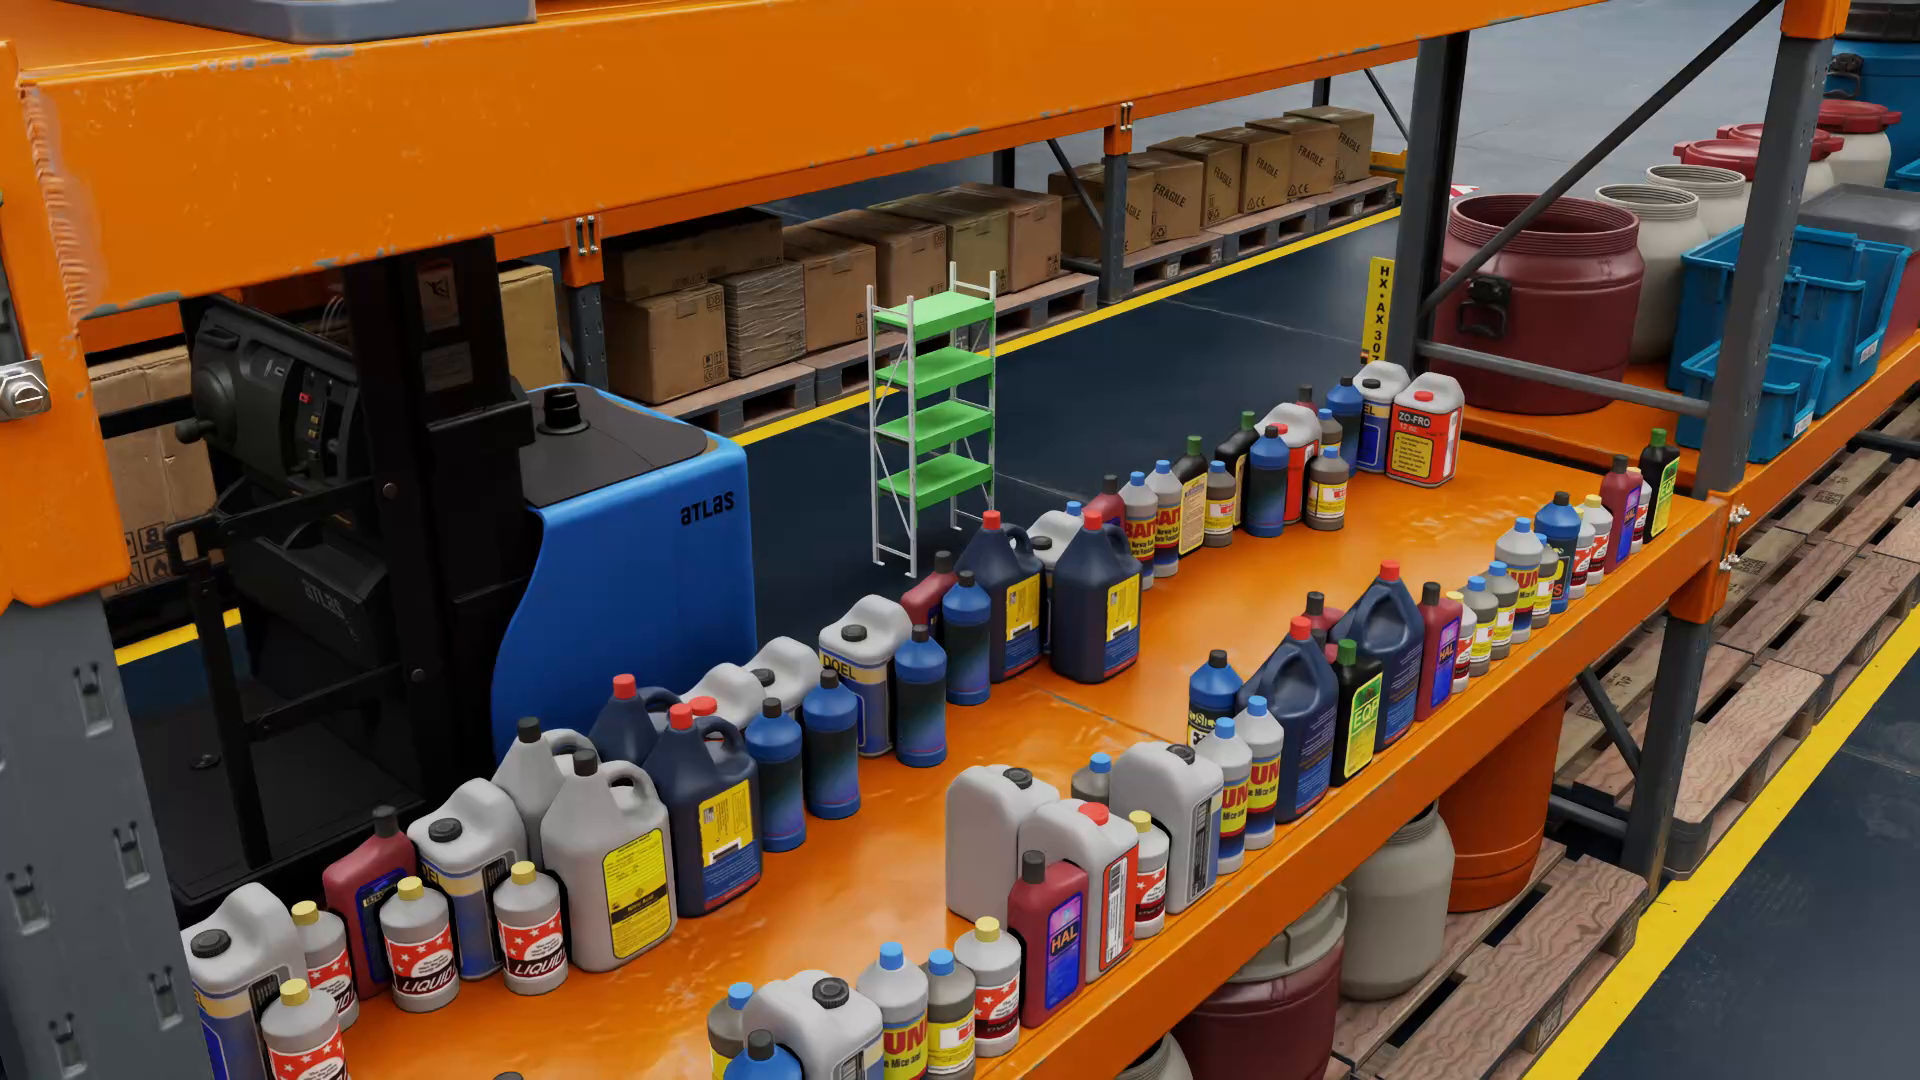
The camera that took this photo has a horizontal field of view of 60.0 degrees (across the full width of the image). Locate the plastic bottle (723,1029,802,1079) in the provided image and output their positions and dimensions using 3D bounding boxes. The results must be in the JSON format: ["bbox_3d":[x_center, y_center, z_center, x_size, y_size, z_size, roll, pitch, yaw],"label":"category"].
[{"bbox_3d":[-0.246,0.736,2.101,0.097,0.271,0.097,0,24,0],"label":"plastic bottle"}]

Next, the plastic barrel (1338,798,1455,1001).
[{"bbox_3d":[1.020,0.857,4.199,0.421,0.512,0.421,0,24,0],"label":"plastic barrel"}]

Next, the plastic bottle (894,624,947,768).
[{"bbox_3d":[-0.073,0.285,3.106,0.097,0.271,0.097,0,24,0],"label":"plastic bottle"}]

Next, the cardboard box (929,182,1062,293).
[{"bbox_3d":[0.199,-1.886,10.308,0.700,0.500,0.500,17,29,34],"label":"cardboard box"}]

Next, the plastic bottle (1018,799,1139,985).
[{"bbox_3d":[0.185,0.520,2.576,0.152,0.276,0.135,20,31,38],"label":"plastic bottle"}]

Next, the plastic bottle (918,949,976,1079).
[{"bbox_3d":[-0.026,0.667,2.339,0.097,0.201,0.097,0,24,0],"label":"plastic bottle"}]

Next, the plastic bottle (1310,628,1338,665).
[{"bbox_3d":[0.671,0.285,3.090,0.061,0.283,0.133,20,31,38],"label":"plastic bottle"}]

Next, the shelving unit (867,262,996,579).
[{"bbox_3d":[-0.110,-0.497,6.892,0.258,1.200,0.503,20,31,38],"label":"shelving unit"}]

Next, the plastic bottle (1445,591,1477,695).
[{"bbox_3d":[0.992,0.202,3.375,0.097,0.201,0.097,0,24,0],"label":"plastic bottle"}]

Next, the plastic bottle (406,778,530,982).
[{"bbox_3d":[-0.759,0.519,2.577,0.152,0.276,0.135,20,31,38],"label":"plastic bottle"}]

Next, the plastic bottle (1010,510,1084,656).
[{"bbox_3d":[0.189,0.086,3.542,0.152,0.276,0.135,20,31,38],"label":"plastic bottle"}]

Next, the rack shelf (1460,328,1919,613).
[{"bbox_3d":[2.979,-0.717,6.063,1.077,0.370,4.000,20,31,38],"label":"rack shelf"}]

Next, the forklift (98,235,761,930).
[{"bbox_3d":[-2.047,-0.362,4.475,1.130,2.935,3.031,21,32,39],"label":"forklift"}]

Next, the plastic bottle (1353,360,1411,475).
[{"bbox_3d":[1.115,-0.336,4.485,0.152,0.276,0.135,20,31,38],"label":"plastic bottle"}]

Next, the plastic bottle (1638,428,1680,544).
[{"bbox_3d":[1.692,-0.143,4.046,0.061,0.283,0.133,20,31,38],"label":"plastic bottle"}]

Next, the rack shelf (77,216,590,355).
[{"bbox_3d":[-3.379,-0.851,6.361,1.077,0.370,4.000,20,31,38],"label":"rack shelf"}]

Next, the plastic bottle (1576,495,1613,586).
[{"bbox_3d":[1.447,-0.005,3.838,0.097,0.201,0.097,0,24,0],"label":"plastic bottle"}]

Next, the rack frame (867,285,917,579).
[{"bbox_3d":[-0.273,-0.423,6.726,0.240,1.200,0.015,20,31,38],"label":"rack frame"}]

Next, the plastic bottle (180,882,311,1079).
[{"bbox_3d":[-1.003,0.631,2.329,0.152,0.276,0.135,20,31,38],"label":"plastic bottle"}]

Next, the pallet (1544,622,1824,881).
[{"bbox_3d":[2.190,0.611,5.630,1.003,0.211,1.213,20,31,38],"label":"pallet"}]

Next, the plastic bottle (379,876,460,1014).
[{"bbox_3d":[-0.812,0.598,2.493,0.097,0.201,0.097,0,24,0],"label":"plastic bottle"}]

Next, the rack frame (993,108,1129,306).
[{"bbox_3d":[0.625,-3.007,10.291,1.000,3.000,0.127,20,31,38],"label":"rack frame"}]

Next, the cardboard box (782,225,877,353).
[{"bbox_3d":[-0.878,-1.406,9.236,0.500,0.500,0.700,-21,32,-39],"label":"cardboard box"}]

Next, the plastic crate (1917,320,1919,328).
[{"bbox_3d":[3.362,-0.951,5.963,0.450,0.188,0.662,20,31,38],"label":"plastic crate"}]

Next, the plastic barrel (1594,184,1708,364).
[{"bbox_3d":[2.172,-0.859,5.363,0.421,0.512,0.421,0,24,0],"label":"plastic barrel"}]

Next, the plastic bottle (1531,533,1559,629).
[{"bbox_3d":[1.252,0.084,3.640,0.097,0.201,0.097,0,24,0],"label":"plastic bottle"}]

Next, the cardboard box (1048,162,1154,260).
[{"bbox_3d":[0.922,-2.169,10.964,0.500,0.500,0.500,19,30,36],"label":"cardboard box"}]

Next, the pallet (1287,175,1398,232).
[{"bbox_3d":[2.676,-2.693,12.997,1.003,0.211,1.213,20,31,38],"label":"pallet"}]

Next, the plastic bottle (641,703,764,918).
[{"bbox_3d":[-0.425,0.419,2.710,0.144,0.351,0.185,20,31,38],"label":"plastic bottle"}]

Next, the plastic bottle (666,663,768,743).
[{"bbox_3d":[-0.423,0.366,2.920,0.152,0.276,0.135,20,31,38],"label":"plastic bottle"}]

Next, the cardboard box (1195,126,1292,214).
[{"bbox_3d":[2.060,-2.714,12.179,0.500,0.500,0.500,-21,31,-38],"label":"cardboard box"}]

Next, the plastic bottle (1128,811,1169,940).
[{"bbox_3d":[0.283,0.526,2.653,0.097,0.201,0.097,0,24,0],"label":"plastic bottle"}]

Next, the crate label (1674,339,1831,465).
[{"bbox_3d":[2.204,-0.386,4.649,0.303,0.233,0.416,20,31,38],"label":"crate label"}]

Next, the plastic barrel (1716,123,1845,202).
[{"bbox_3d":[3.022,-1.262,6.232,0.433,0.535,0.433,0,24,0],"label":"plastic barrel"}]

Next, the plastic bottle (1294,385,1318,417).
[{"bbox_3d":[0.861,-0.252,4.288,0.061,0.283,0.133,20,31,38],"label":"plastic bottle"}]

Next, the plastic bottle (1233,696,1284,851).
[{"bbox_3d":[0.503,0.394,2.862,0.097,0.271,0.097,0,24,0],"label":"plastic bottle"}]

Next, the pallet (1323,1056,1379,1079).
[{"bbox_3d":[0.335,1.458,3.741,1.003,0.211,1.213,20,31,38],"label":"pallet"}]

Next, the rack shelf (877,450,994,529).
[{"bbox_3d":[-0.110,-0.220,7.016,0.258,0.148,0.480,20,31,38],"label":"rack shelf"}]

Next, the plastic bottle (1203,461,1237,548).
[{"bbox_3d":[0.619,-0.093,4.033,0.097,0.201,0.097,0,24,0],"label":"plastic bottle"}]

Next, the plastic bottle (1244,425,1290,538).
[{"bbox_3d":[0.753,-0.149,4.072,0.097,0.271,0.097,0,24,0],"label":"plastic bottle"}]

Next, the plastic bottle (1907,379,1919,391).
[{"bbox_3d":[4.784,-0.913,8.412,0.152,0.276,0.135,20,31,38],"label":"plastic bottle"}]

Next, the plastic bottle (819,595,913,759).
[{"bbox_3d":[-0.178,0.254,3.169,0.152,0.276,0.135,20,31,38],"label":"plastic bottle"}]

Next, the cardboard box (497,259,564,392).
[{"bbox_3d":[-2.521,-0.806,7.465,1.225,0.875,0.875,18,30,35],"label":"cardboard box"}]

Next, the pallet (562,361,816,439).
[{"bbox_3d":[-1.522,-0.754,8.674,1.003,0.211,1.213,20,31,38],"label":"pallet"}]

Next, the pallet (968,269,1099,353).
[{"bbox_3d":[0.107,-1.497,10.332,1.003,0.211,1.213,20,31,38],"label":"pallet"}]

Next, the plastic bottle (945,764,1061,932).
[{"bbox_3d":[0.072,0.478,2.668,0.152,0.276,0.135,20,31,38],"label":"plastic bottle"}]

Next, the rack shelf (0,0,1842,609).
[{"bbox_3d":[0.309,-0.867,2.731,1.077,0.370,4.000,20,31,38],"label":"rack shelf"}]

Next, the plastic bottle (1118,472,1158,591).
[{"bbox_3d":[0.400,-0.025,3.796,0.097,0.271,0.097,0,24,0],"label":"plastic bottle"}]
